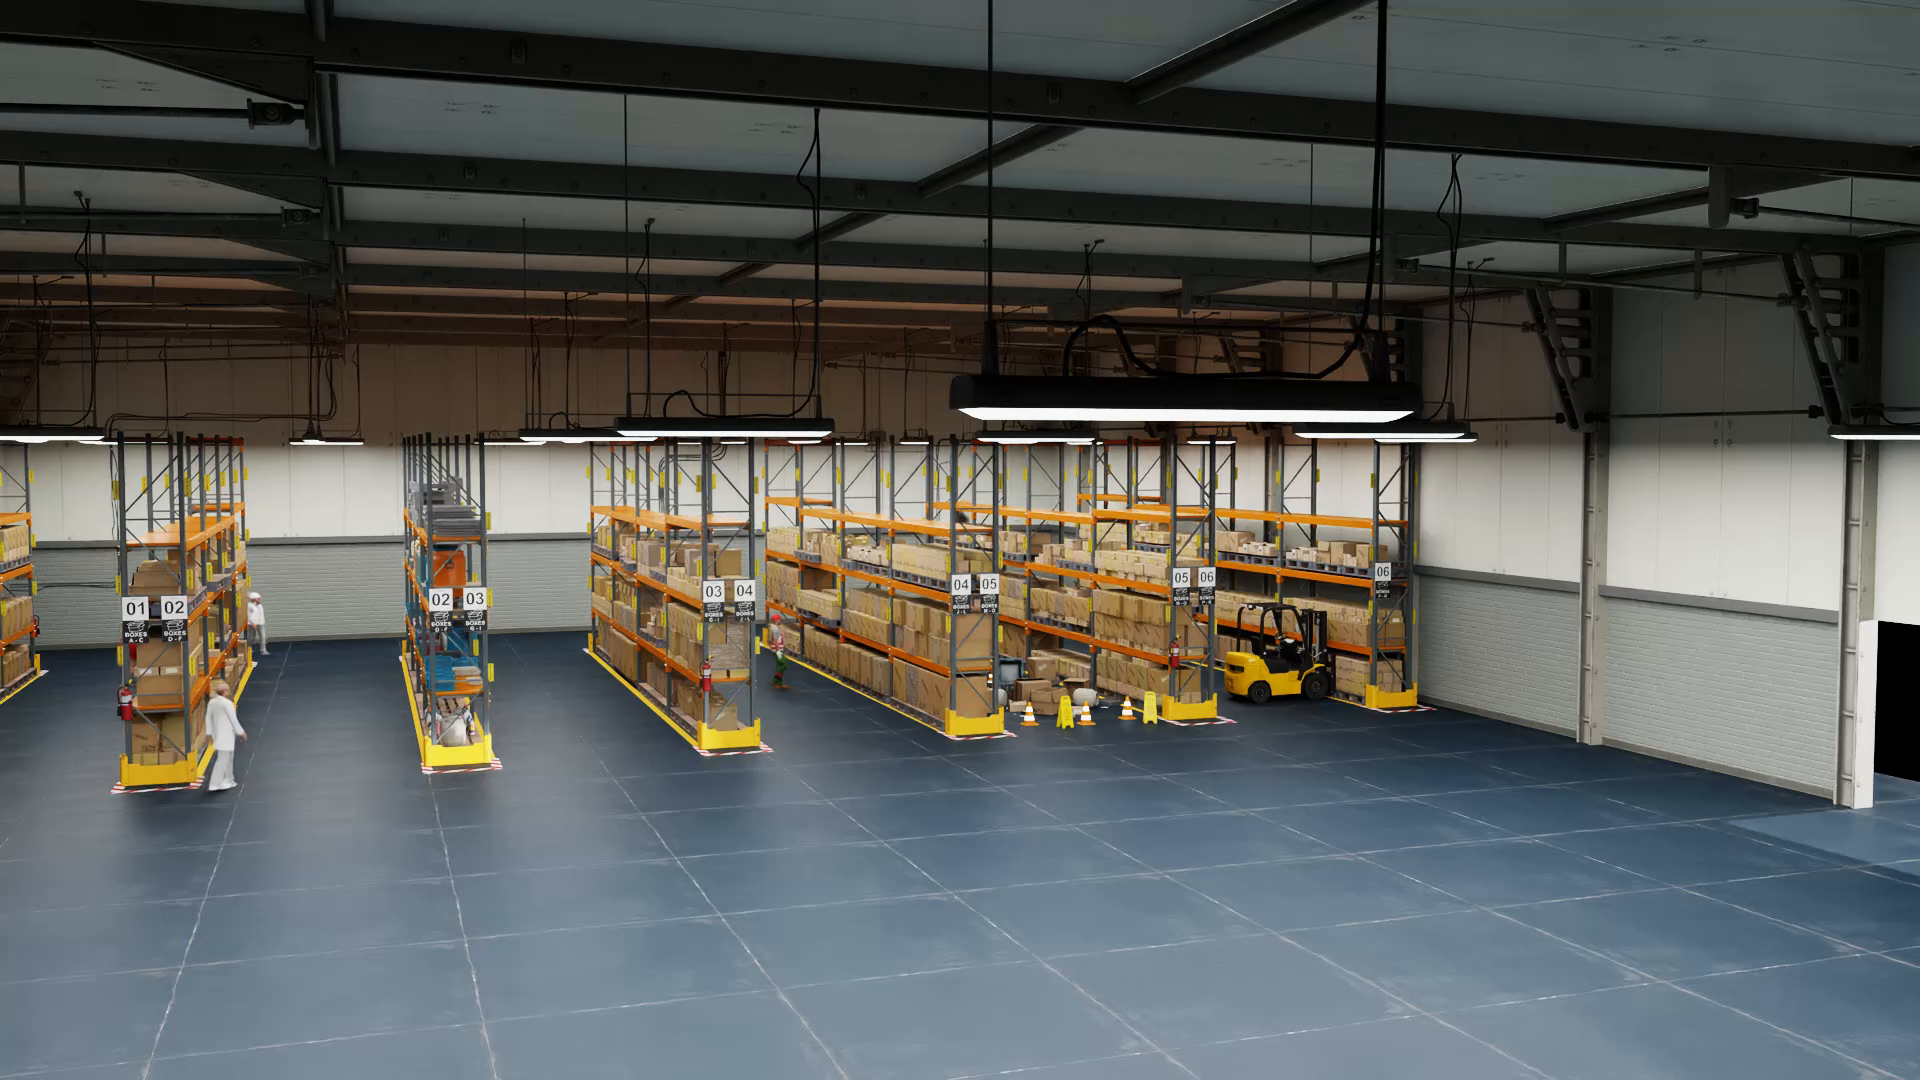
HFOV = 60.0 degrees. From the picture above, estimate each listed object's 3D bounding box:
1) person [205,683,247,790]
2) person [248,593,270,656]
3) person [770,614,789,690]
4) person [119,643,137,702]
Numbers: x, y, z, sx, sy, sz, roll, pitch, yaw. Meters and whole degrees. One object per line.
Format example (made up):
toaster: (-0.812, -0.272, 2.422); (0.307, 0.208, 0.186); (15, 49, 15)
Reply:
person: (-12.297, 3.306, 27.840); (0.600, 1.831, 0.671); (2, 4, 32)
person: (-19.405, 2.322, 45.827); (0.499, 1.738, 0.983); (-3, 4, -44)
person: (-4.308, 2.660, 39.606); (0.448, 1.821, 0.575); (0, 3, -5)
person: (-18.430, 2.816, 37.166); (0.590, 1.749, 0.694); (0, 3, 8)
